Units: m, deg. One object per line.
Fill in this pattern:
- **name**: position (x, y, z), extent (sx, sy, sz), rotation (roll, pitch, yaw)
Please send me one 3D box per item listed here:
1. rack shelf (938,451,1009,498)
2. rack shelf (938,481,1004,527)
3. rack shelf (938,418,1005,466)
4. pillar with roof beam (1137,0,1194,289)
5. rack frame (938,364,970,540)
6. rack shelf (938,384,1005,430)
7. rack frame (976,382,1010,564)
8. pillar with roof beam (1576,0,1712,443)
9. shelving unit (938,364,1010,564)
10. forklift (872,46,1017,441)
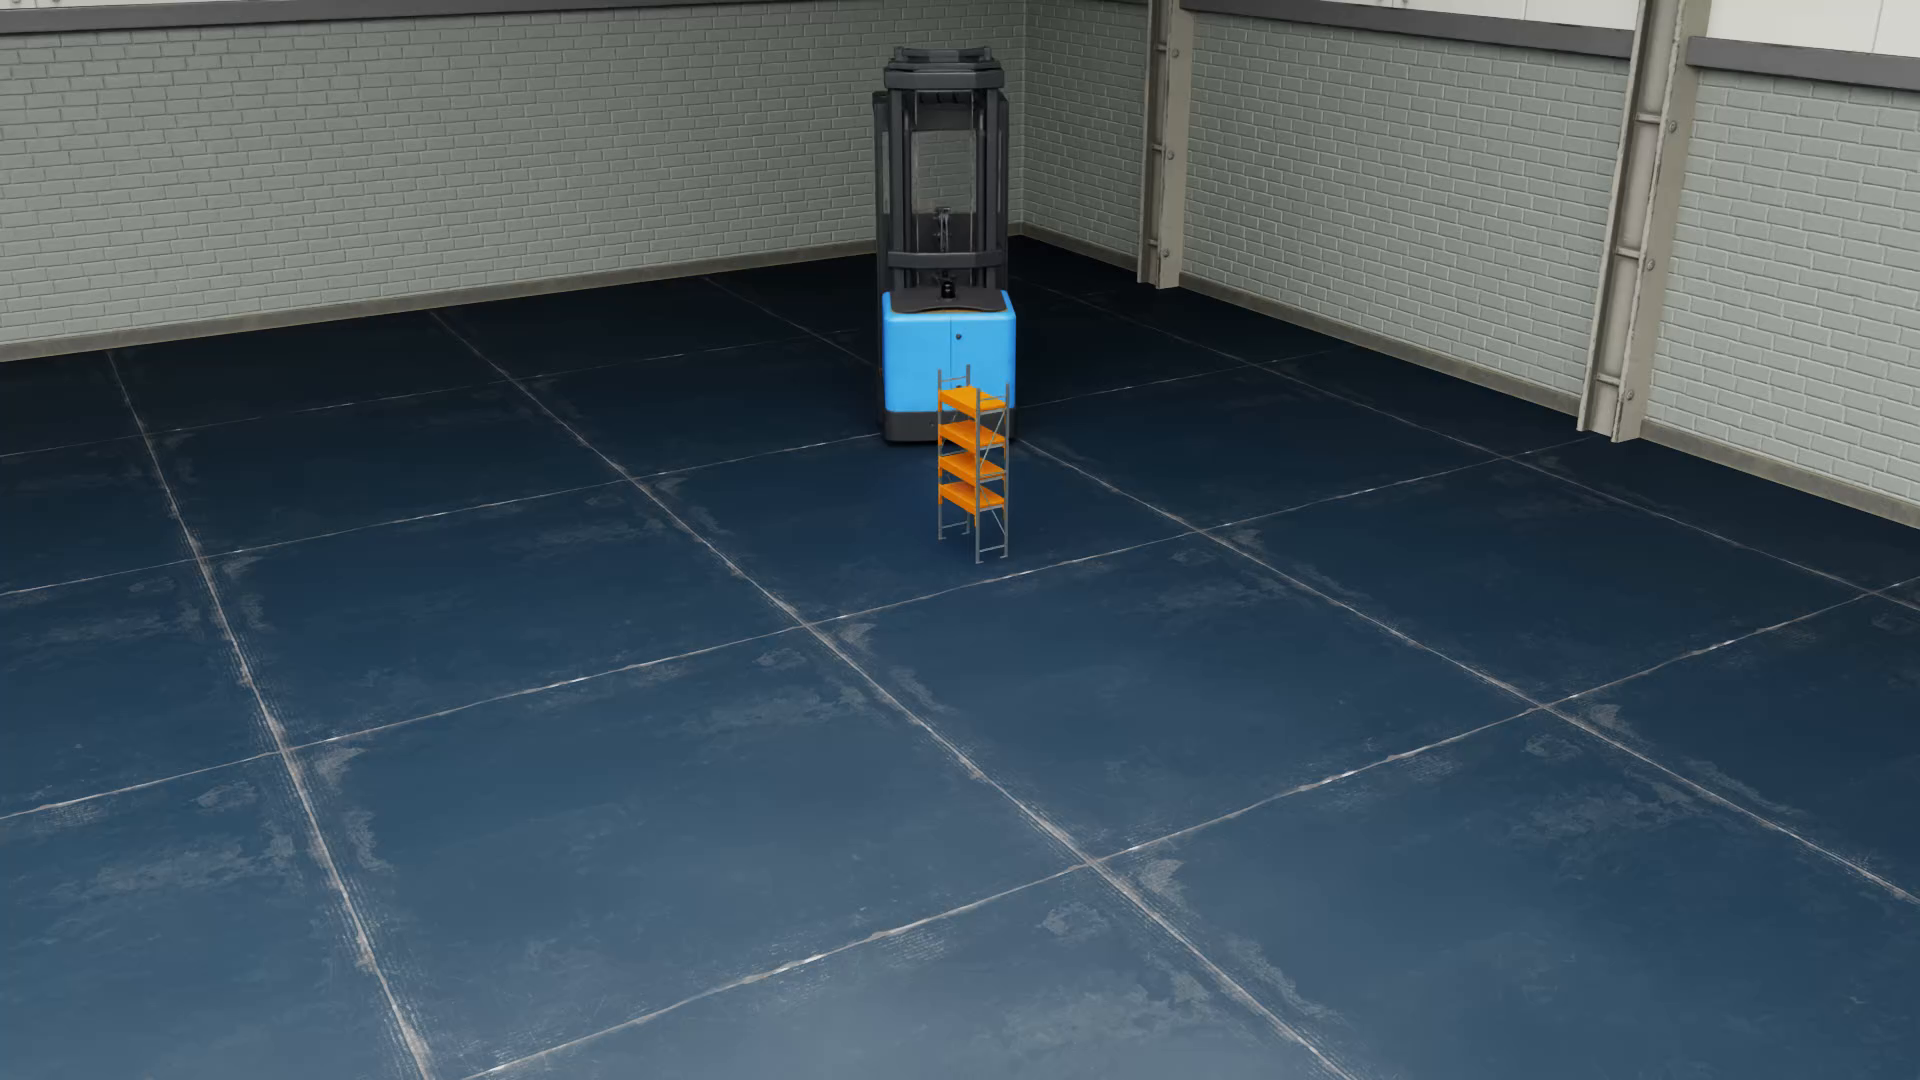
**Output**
- **rack shelf**: position (0.085, -0.440, 10.979), extent (0.258, 0.148, 0.480), rotation (-13, 25, -28)
- **rack shelf**: position (0.085, -0.256, 11.054), extent (0.258, 0.148, 0.480), rotation (-13, 25, -28)
- **rack shelf**: position (0.085, -0.647, 10.895), extent (0.258, 0.148, 0.480), rotation (-13, 25, -28)
- **pillar with roof beam**: position (-1.524, -6.148, 14.486), extent (9.100, 9.000, 0.400), rotation (-13, 25, -28)
- **rack frame**: position (-0.040, -0.581, 11.148), extent (0.240, 1.200, 0.015), rotation (-13, 25, -28)
- **rack shelf**: position (0.085, -0.866, 10.806), extent (0.258, 0.148, 0.480), rotation (-13, 25, -28)
- **rack frame**: position (0.209, -0.423, 10.759), extent (0.240, 1.200, 0.015), rotation (-13, 25, -28)
- **pillar with roof beam**: position (1.541, -4.206, 9.707), extent (9.100, 9.000, 0.400), rotation (-13, 25, -28)
- **shelving unit**: position (0.085, -0.502, 10.954), extent (0.258, 1.200, 0.503), rotation (-13, 25, -28)
- **forklift**: position (-0.164, -2.642, 13.918), extent (1.130, 2.935, 3.031), rotation (-1, 22, -3)
